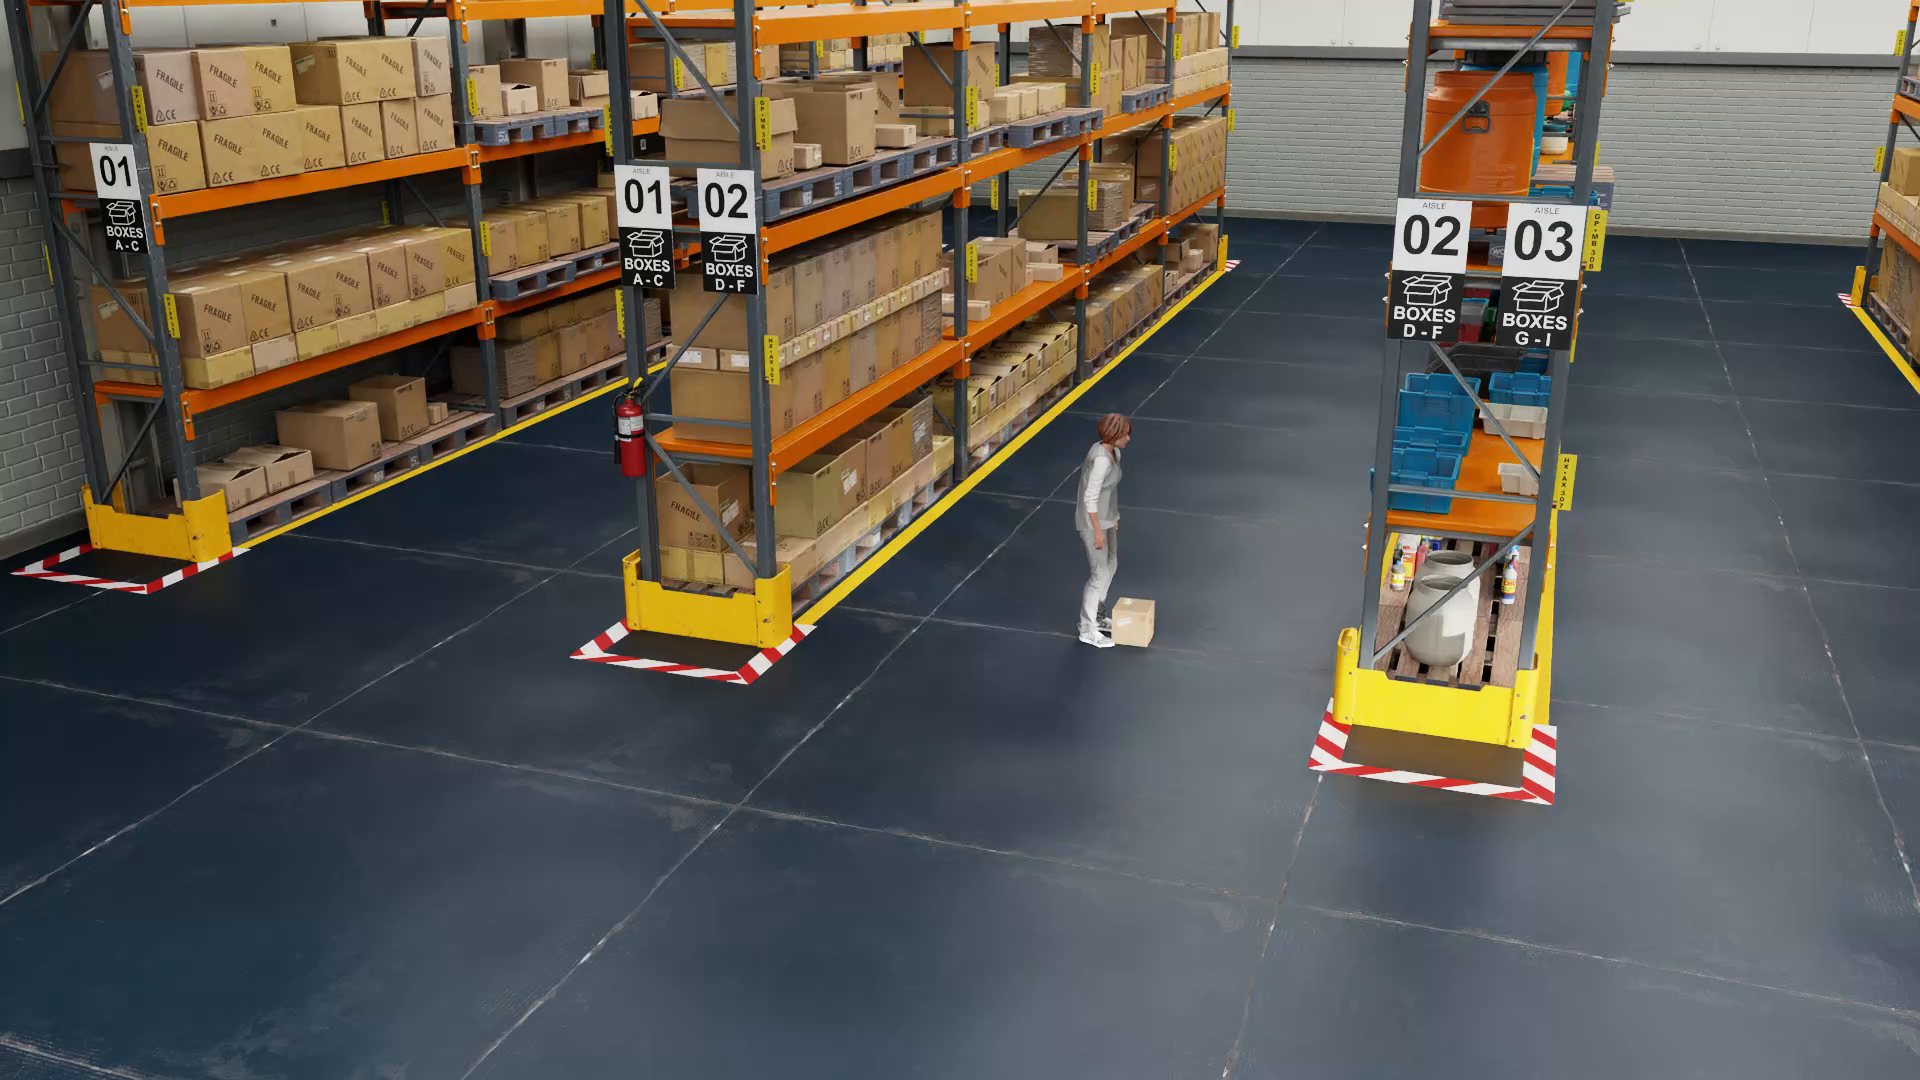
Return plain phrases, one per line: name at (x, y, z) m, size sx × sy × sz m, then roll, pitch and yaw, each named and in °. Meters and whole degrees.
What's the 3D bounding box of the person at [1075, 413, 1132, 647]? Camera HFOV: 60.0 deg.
person at (0.968, -0.085, 11.346) m, size 0.350 × 1.581 × 0.467 m, roll 6°, pitch 20°, yaw 18°
